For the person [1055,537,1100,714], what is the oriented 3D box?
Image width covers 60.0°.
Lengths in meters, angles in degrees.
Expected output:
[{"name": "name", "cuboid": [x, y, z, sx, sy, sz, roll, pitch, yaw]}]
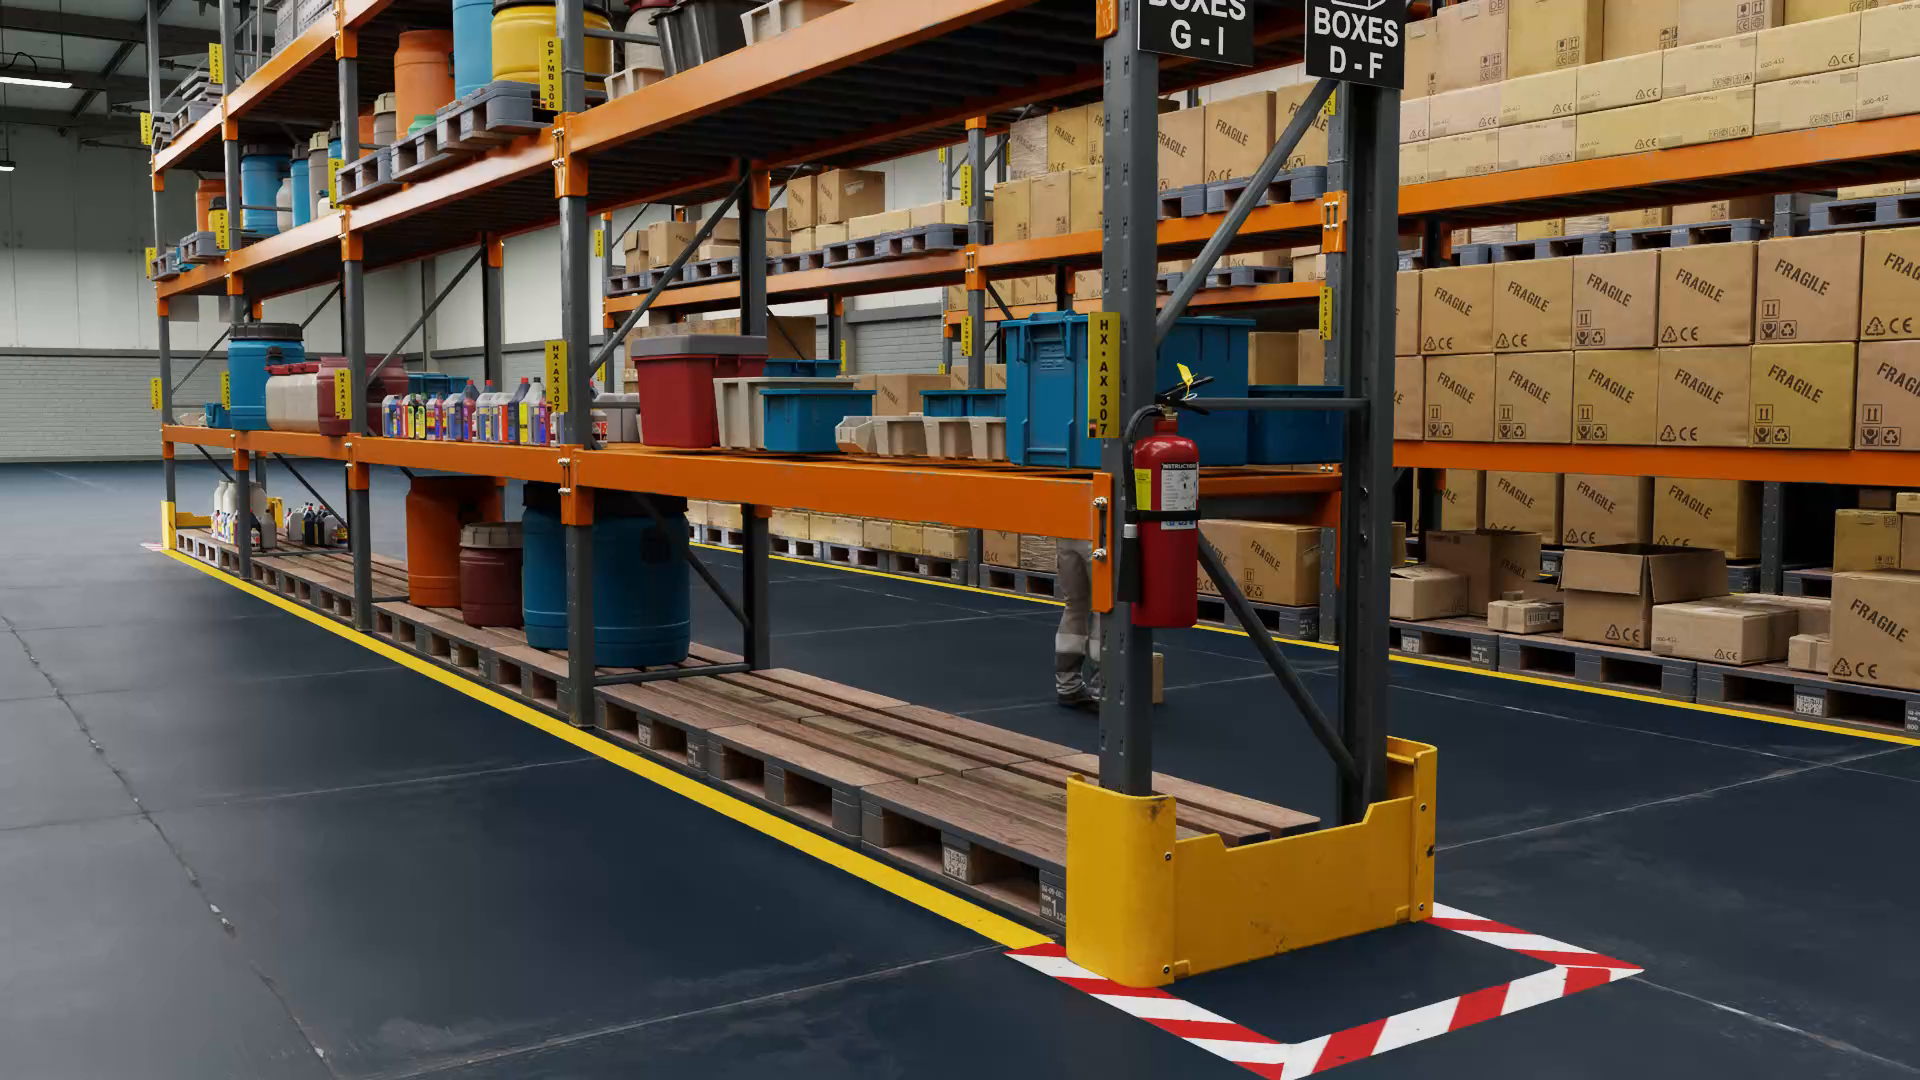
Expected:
[{"name": "person", "cuboid": [0.670, -0.050, 8.284, 0.454, 1.779, 0.609, -3, 6, -34]}]
